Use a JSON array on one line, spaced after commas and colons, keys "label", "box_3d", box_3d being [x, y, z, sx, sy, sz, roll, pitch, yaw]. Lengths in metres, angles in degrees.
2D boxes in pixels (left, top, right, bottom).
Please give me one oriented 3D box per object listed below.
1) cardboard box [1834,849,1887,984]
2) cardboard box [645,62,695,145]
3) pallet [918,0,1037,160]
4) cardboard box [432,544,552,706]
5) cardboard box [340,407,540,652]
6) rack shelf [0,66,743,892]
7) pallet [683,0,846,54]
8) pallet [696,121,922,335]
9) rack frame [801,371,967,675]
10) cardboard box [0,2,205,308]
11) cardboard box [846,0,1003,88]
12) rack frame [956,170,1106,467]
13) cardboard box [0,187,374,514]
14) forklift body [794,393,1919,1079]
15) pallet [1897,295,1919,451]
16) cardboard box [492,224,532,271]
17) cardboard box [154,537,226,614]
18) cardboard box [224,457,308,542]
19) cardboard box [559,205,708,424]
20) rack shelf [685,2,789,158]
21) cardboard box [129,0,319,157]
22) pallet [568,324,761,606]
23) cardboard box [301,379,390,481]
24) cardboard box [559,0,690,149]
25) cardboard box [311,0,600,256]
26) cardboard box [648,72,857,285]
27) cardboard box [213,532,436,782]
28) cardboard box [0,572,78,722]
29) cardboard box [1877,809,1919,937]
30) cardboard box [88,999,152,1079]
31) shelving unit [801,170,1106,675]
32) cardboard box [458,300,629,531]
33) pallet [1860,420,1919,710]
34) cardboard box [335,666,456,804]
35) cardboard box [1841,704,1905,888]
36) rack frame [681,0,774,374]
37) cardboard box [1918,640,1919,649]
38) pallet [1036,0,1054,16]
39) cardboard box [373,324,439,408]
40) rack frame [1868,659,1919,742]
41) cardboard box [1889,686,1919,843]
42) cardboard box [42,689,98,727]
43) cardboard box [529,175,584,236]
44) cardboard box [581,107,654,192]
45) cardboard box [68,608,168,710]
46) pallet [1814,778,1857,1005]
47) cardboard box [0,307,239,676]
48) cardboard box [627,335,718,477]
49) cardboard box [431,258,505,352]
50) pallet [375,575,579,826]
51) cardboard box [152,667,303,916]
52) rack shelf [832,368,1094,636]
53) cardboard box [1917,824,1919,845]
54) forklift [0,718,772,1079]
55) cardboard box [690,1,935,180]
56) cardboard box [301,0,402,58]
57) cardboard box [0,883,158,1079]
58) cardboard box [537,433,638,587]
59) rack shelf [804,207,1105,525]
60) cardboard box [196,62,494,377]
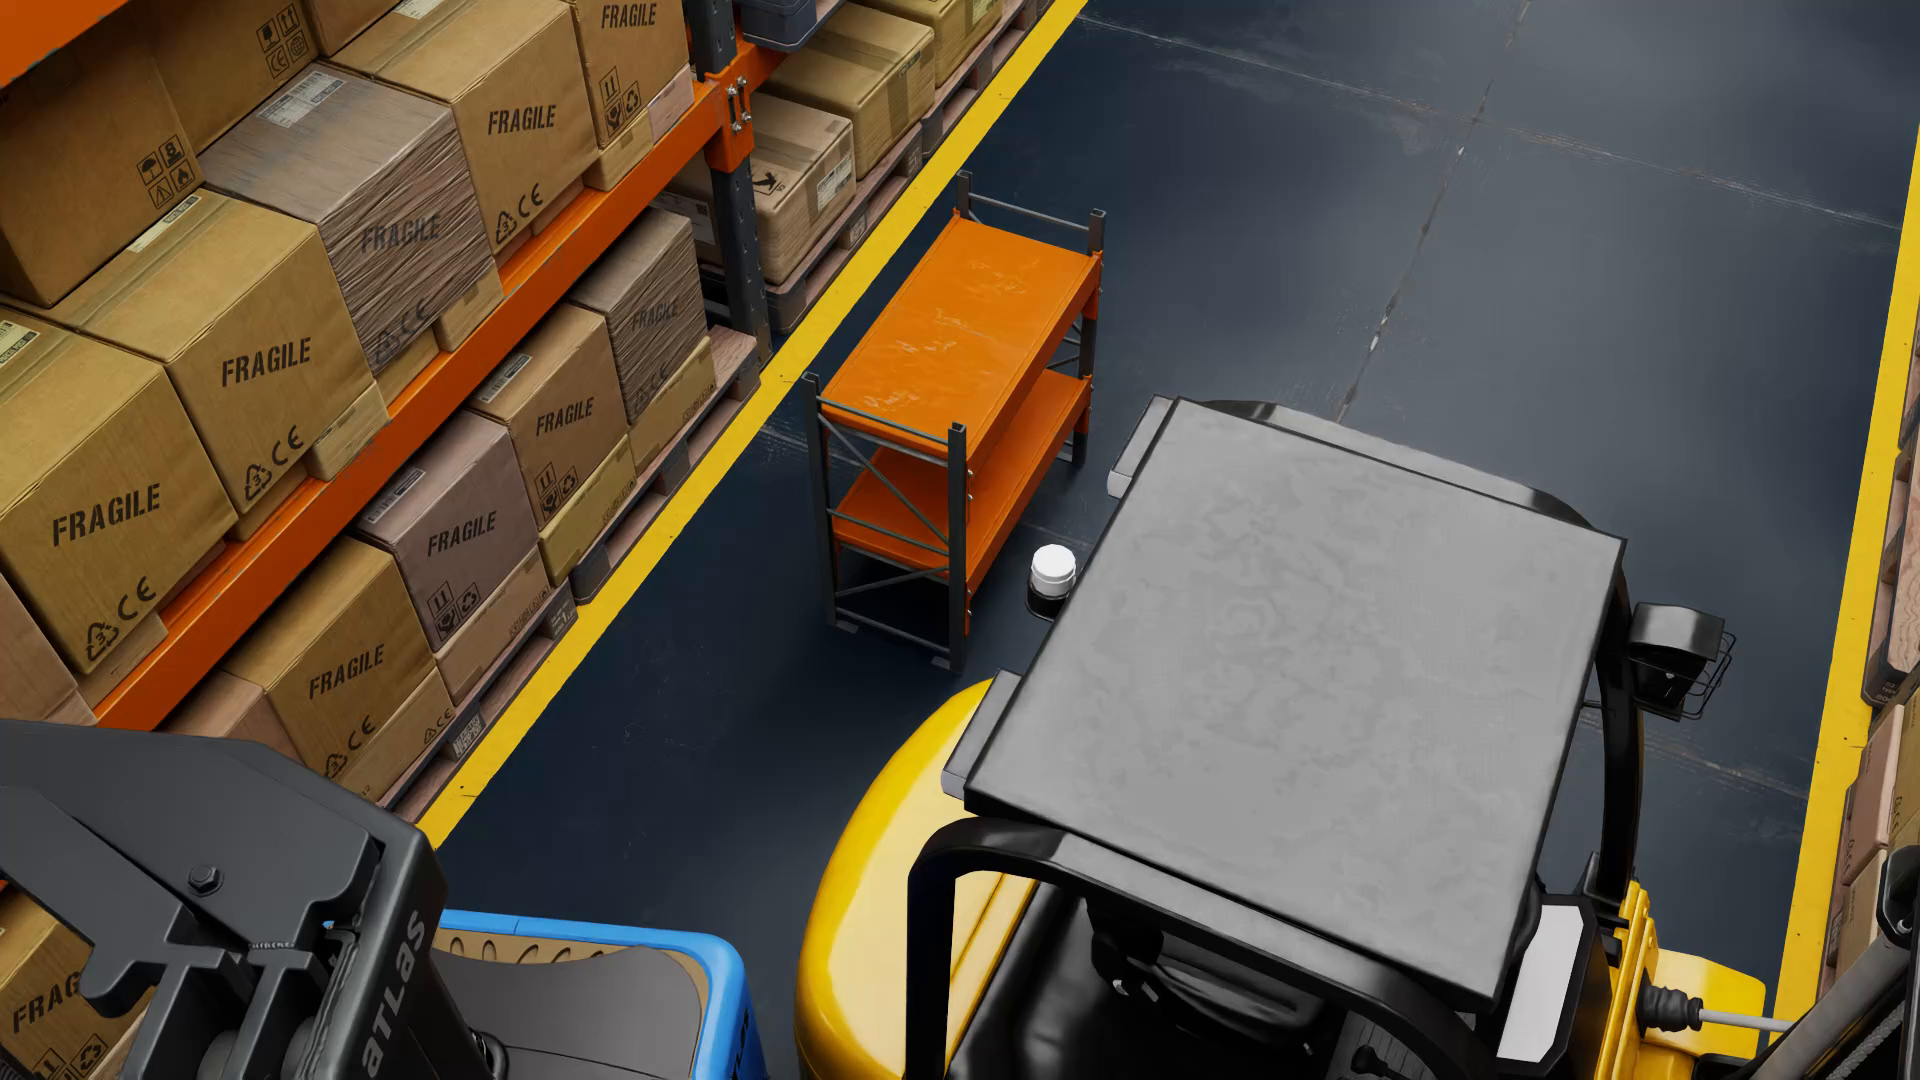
[{"label": "cardboard box", "box_3d": [2.591, 1.153, 4.329, 0.500, 0.250, 0.500, 19, 52, 15]}, {"label": "cardboard box", "box_3d": [-1.051, -1.393, 5.130, 0.380, 0.149, 0.250, 19, 52, 16]}, {"label": "pallet", "box_3d": [-0.338, -2.271, 7.543, 1.003, 0.211, 1.213, 20, 52, 16]}, {"label": "cardboard box", "box_3d": [-1.639, 0.174, 5.162, 0.500, 0.250, 0.500, 21, 53, 17]}, {"label": "cardboard box", "box_3d": [-1.632, -0.085, 4.890, 0.500, 0.500, 0.500, 22, 53, 18]}, {"label": "rack shelf", "box_3d": [-2.044, -0.184, 4.410, 1.077, 0.370, 4.000, 20, 52, 16]}, {"label": "pallet", "box_3d": [-0.731, -2.211, 5.788, 1.003, 0.211, 1.213, 20, 52, 16]}, {"label": "pallet", "box_3d": [-0.858, -1.428, 6.826, 1.003, 0.211, 1.213, 20, 52, 16]}, {"label": "rack frame", "box_3d": [-0.214, -0.019, 5.028, 0.500, 1.125, 0.032, 20, 52, 16]}, {"label": "cardboard box", "box_3d": [-2.191, -0.945, 3.667, 0.700, 0.500, 0.500, 19, 52, 16]}, {"label": "cardboard box", "box_3d": [-0.368, -2.417, 7.286, 0.950, 0.372, 0.625, 21, 53, 17]}, {"label": "rack frame", "box_3d": [0.220, -0.719, 5.623, 0.500, 1.125, 0.032, 20, 52, 16]}, {"label": "cardboard box", "box_3d": [-1.800, -0.467, 3.917, 0.500, 0.500, 0.500, 19, 52, 15]}, {"label": "forklift body", "box_3d": [0.752, 0.948, 3.531, 2.313, 2.155, 1.214, 20, 52, 16]}, {"label": "pallet", "box_3d": [4.099, -0.642, 6.157, 1.003, 0.211, 1.213, 20, 52, 16]}, {"label": "cardboard box", "box_3d": [-1.452, -0.898, 4.709, 0.380, 0.149, 0.250, 19, 52, 16]}, {"label": "cardboard box", "box_3d": [-1.996, -0.011, 3.954, 0.380, 0.149, 0.250, 21, 53, 17]}, {"label": "cardboard box", "box_3d": [-1.856, -0.182, 4.101, 0.380, 0.149, 0.250, 19, 52, 15]}, {"label": "cardboard box", "box_3d": [-1.200, -0.788, 5.488, 0.500, 0.500, 0.500, 19, 52, 16]}, {"label": "rack shelf", "box_3d": [-0.335, -2.939, 6.753, 1.077, 0.370, 4.000, 20, 52, 16]}, {"label": "cardboard box", "box_3d": [-2.050, -1.333, 3.998, 0.700, 0.500, 0.500, 19, 52, 15]}, {"label": "pallet", "box_3d": [-1.444, -0.417, 5.966, 1.003, 0.211, 1.213, 20, 52, 16]}, {"label": "cardboard box", "box_3d": [-1.696, -0.337, 4.232, 0.380, 0.149, 0.250, 20, 53, 16]}, {"label": "cardboard box", "box_3d": [-1.154, -1.536, 4.827, 0.500, 0.500, 0.500, 19, 52, 15]}, {"label": "cardboard box", "box_3d": [-1.368, -1.180, 4.523, 0.500, 0.500, 0.500, 21, 53, 17]}, {"label": "cardboard box", "box_3d": [-0.968, -1.441, 6.456, 0.950, 0.372, 0.625, 20, 53, 17]}, {"label": "cardboard box", "box_3d": [-1.853, 0.286, 4.575, 0.500, 0.500, 0.500, 21, 53, 17]}, {"label": "cardboard box", "box_3d": [-2.227, 0.237, 3.318, 0.500, 0.500, 0.500, 21, 53, 17]}, {"label": "cardboard box", "box_3d": [2.601, 0.991, 4.139, 0.500, 0.250, 0.500, 20, 52, 16]}, {"label": "cardboard box", "box_3d": [-2.304, 1.249, 4.247, 0.500, 0.250, 0.500, 19, 52, 16]}, {"label": "shelving unit", "box_3d": [0.003, -0.369, 5.326, 0.538, 1.125, 1.048, 20, 52, 16]}, {"label": "cardboard box", "box_3d": [-1.415, -0.437, 5.190, 0.500, 0.500, 0.500, 21, 53, 17]}, {"label": "pallet", "box_3d": [3.580, 0.201, 5.440, 1.003, 0.211, 1.213, 20, 52, 16]}, {"label": "cardboard box", "box_3d": [-1.857, 0.520, 4.867, 0.500, 0.250, 0.500, 23, 53, 18]}, {"label": "cardboard box", "box_3d": [2.794, 0.798, 4.631, 0.500, 0.250, 0.500, 20, 53, 16]}, {"label": "rack frame", "box_3d": [-1.189, -1.795, 5.307, 1.000, 3.000, 0.127, 20, 52, 16]}, {"label": "cardboard box", "box_3d": [3.513, 0.088, 4.989, 0.875, 0.625, 0.625, 22, 53, 18]}, {"label": "pallet", "box_3d": [0.184, -3.108, 8.256, 1.003, 0.211, 1.213, 20, 52, 16]}, {"label": "cardboard box", "box_3d": [-1.619, -0.526, 4.393, 0.380, 0.149, 0.250, 19, 52, 15]}, {"label": "rack frame", "box_3d": [3.300, -0.182, 3.935, 1.000, 3.000, 0.127, 20, 52, 16]}, {"label": "cardboard box", "box_3d": [2.814, 0.644, 4.434, 0.500, 0.250, 0.500, 20, 52, 16]}, {"label": "cardboard box", "box_3d": [-2.134, 0.380, 3.622, 0.380, 0.149, 0.250, 21, 53, 17]}, {"label": "cardboard box", "box_3d": [-1.333, -1.064, 4.851, 0.380, 0.149, 0.250, 20, 52, 16]}, {"label": "cardboard box", "box_3d": [-1.151, -1.219, 4.982, 0.380, 0.149, 0.250, 21, 53, 17]}, {"label": "cardboard box", "box_3d": [-2.054, 0.191, 3.783, 0.380, 0.149, 0.250, 21, 53, 17]}, {"label": "pallet", "box_3d": [2.922, 1.255, 4.543, 1.003, 0.211, 1.213, 20, 52, 16]}, {"label": "cardboard box", "box_3d": [-2.010, -0.114, 3.616, 0.500, 0.500, 0.500, 19, 52, 15]}, {"label": "cardboard box", "box_3d": [-1.199, -0.545, 5.774, 0.500, 0.250, 0.500, 22, 53, 18]}, {"label": "cardboard box", "box_3d": [-1.482, -0.692, 4.534, 0.380, 0.149, 0.250, 19, 52, 16]}, {"label": "pallet", "box_3d": [-1.964, 0.426, 5.249, 1.003, 0.211, 1.213, 20, 52, 16]}, {"label": "cardboard box", "box_3d": [-2.075, 0.628, 4.283, 0.500, 0.500, 0.500, 18, 52, 15]}, {"label": "rack shelf", "box_3d": [0.003, -0.211, 5.512, 0.538, 0.278, 1.000, 20, 52, 16]}, {"label": "cardboard box", "box_3d": [2.582, 0.829, 3.949, 0.500, 0.250, 0.500, 20, 52, 16]}, {"label": "forklift", "box_3d": [-1.117, 1.693, 2.385, 1.130, 2.935, 3.031, 4, 50, 4]}, {"label": "cardboard box", "box_3d": [-0.664, -1.937, 6.879, 0.950, 0.372, 0.625, 23, 53, 18]}, {"label": "cardboard box", "box_3d": [-1.811, -1.670, 4.284, 0.700, 0.500, 0.500, 20, 52, 16]}, {"label": "cardboard box", "box_3d": [-2.294, 0.990, 3.976, 0.500, 0.500, 0.500, 18, 52, 15]}, {"label": "cardboard box", "box_3d": [-1.417, -0.175, 5.459, 0.500, 0.250, 0.500, 19, 52, 15]}, {"label": "rack shelf", "box_3d": [0.003, -0.559, 5.103, 0.538, 0.278, 1.000, 20, 52, 16]}, {"label": "cardboard box", "box_3d": [-1.586, -0.821, 4.218, 0.500, 0.500, 0.500, 21, 53, 17]}]
